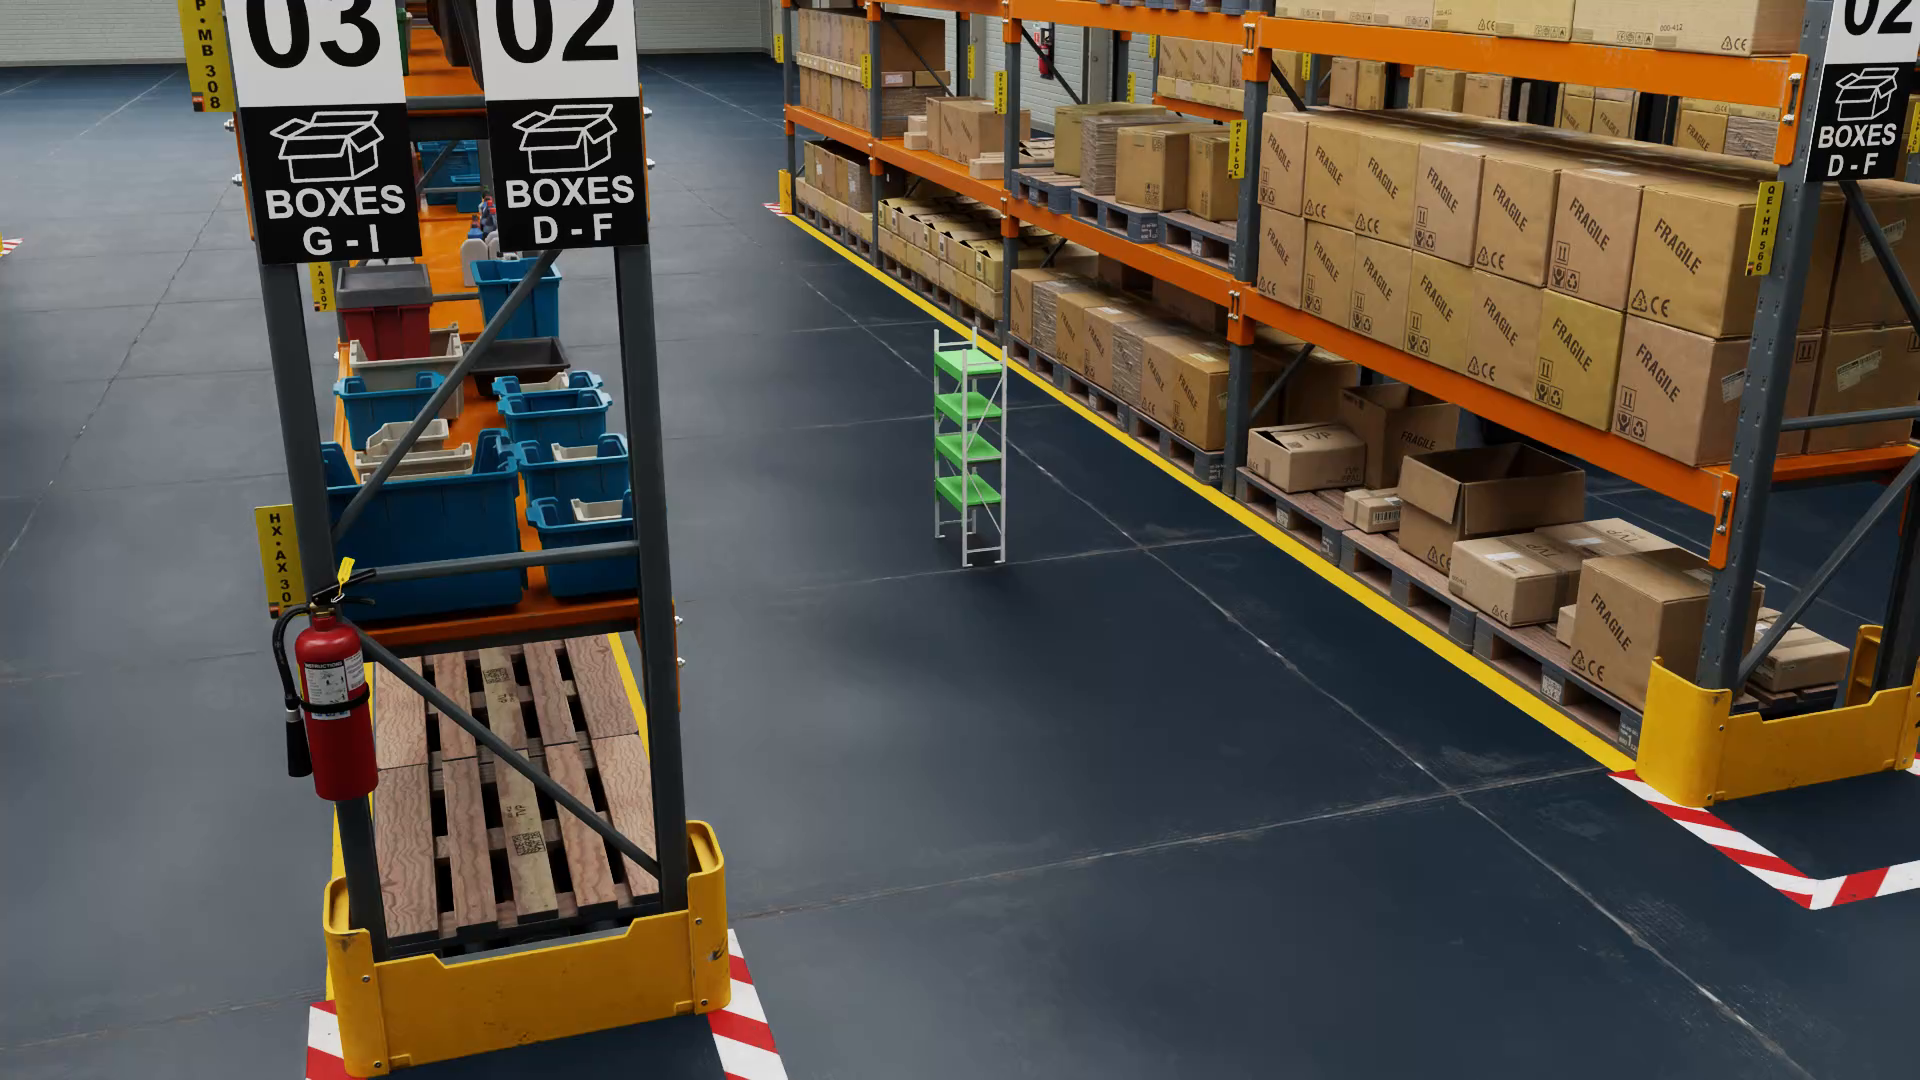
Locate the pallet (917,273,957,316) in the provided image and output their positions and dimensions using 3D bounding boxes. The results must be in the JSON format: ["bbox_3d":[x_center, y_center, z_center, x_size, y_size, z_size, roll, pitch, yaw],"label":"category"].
[{"bbox_3d":[0.243,-2.365,15.688,1.003,0.211,1.213,-6,21,-17],"label":"pallet"}]

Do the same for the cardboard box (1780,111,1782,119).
[{"bbox_3d":[6.262,-3.099,11.881,0.500,0.250,0.500,-6,21,-16],"label":"cardboard box"}]

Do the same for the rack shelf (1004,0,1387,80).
[{"bbox_3d":[1.473,-3.449,11.210,1.077,0.370,4.000,-6,21,-17],"label":"rack shelf"}]

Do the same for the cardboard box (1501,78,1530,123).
[{"bbox_3d":[5.389,-3.950,15.176,0.700,0.500,0.500,-9,22,-24],"label":"cardboard box"}]

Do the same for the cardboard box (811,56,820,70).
[{"bbox_3d":[-1.511,-5.543,19.304,0.380,0.149,0.250,-7,21,-18],"label":"cardboard box"}]

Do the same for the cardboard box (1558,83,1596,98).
[{"bbox_3d":[5.453,-3.913,14.146,0.500,0.250,0.500,-6,21,-16],"label":"cardboard box"}]

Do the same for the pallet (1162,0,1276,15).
[{"bbox_3d":[1.964,-3.274,9.936,1.213,0.211,1.003,-6,21,-17],"label":"pallet"}]

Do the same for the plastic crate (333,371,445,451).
[{"bbox_3d":[-2.233,-0.507,6.550,0.416,0.233,0.300,-6,21,-17],"label":"plastic crate"}]

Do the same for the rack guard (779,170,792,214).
[{"bbox_3d":[-1.677,-4.417,20.973,1.175,0.500,0.348,-6,21,-17],"label":"rack guard"}]

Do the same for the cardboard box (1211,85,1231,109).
[{"bbox_3d":[3.372,-5.370,20.121,0.500,0.250,0.500,-6,21,-17],"label":"cardboard box"}]

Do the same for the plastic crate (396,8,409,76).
[{"bbox_3d":[-1.925,-1.524,5.098,0.450,0.188,0.336,-6,21,-17],"label":"plastic crate"}]

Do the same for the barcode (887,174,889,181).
[{"bbox_3d":[-0.728,-3.658,16.790,0.001,0.075,0.075,-6,21,-17],"label":"barcode"}]

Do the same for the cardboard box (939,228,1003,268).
[{"bbox_3d":[0.121,-2.656,14.990,0.500,0.311,0.500,-7,21,-18],"label":"cardboard box"}]

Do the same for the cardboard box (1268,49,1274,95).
[{"bbox_3d":[3.684,-5.399,19.095,0.500,0.500,0.500,-7,21,-18],"label":"cardboard box"}]

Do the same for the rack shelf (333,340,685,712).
[{"bbox_3d":[-1.973,-0.229,6.681,1.077,0.370,4.000,-6,21,-17],"label":"rack shelf"}]

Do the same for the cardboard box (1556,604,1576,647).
[{"bbox_3d":[2.913,0.388,7.440,0.380,0.166,0.250,-6,21,-17],"label":"cardboard box"}]

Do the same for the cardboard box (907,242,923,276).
[{"bbox_3d":[-0.196,-2.719,15.997,0.500,0.250,0.500,-7,21,-19],"label":"cardboard box"}]

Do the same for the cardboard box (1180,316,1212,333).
[{"bbox_3d":[1.853,-1.277,11.583,0.500,0.500,0.500,-6,21,-17],"label":"cardboard box"}]

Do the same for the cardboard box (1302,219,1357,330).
[{"bbox_3d":[2.167,-1.425,8.799,0.500,0.500,0.500,-6,21,-16],"label":"cardboard box"}]

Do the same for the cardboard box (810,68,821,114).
[{"bbox_3d":[-1.366,-5.313,19.624,0.700,0.500,0.500,-6,21,-16],"label":"cardboard box"}]

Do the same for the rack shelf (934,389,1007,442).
[{"bbox_3d":[0.052,-0.677,9.006,0.258,0.148,0.480,-6,21,-17],"label":"rack shelf"}]

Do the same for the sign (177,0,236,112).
[{"bbox_3d":[-1.862,-1.225,4.106,0.100,0.325,0.005,-6,21,-17],"label":"sign"}]

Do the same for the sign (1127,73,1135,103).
[{"bbox_3d":[1.357,-3.586,13.369,0.100,0.325,0.005,-6,21,-17],"label":"sign"}]

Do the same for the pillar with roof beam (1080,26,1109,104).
[{"bbox_3d":[-1.900,-10.272,24.702,9.100,9.000,0.400,-6,21,-17],"label":"pillar with roof beam"}]

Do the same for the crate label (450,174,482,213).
[{"bbox_3d":[-3.635,-2.589,12.436,0.303,0.233,0.416,-6,21,-17],"label":"crate label"}]

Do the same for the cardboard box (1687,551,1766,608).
[{"bbox_3d":[3.300,0.271,7.641,0.500,0.250,0.500,-6,21,-17],"label":"cardboard box"}]

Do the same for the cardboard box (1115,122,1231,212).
[{"bbox_3d":[1.488,-2.540,11.281,0.700,0.500,0.500,-12,23,-31],"label":"cardboard box"}]

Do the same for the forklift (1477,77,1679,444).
[{"bbox_3d":[4.394,-2.429,11.843,1.130,2.935,3.031,5,20,14],"label":"forklift"}]

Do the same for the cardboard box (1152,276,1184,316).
[{"bbox_3d":[1.709,-1.781,11.875,0.500,0.250,0.500,-7,21,-18],"label":"cardboard box"}]

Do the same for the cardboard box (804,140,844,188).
[{"bbox_3d":[-1.554,-4.486,19.805,0.500,0.500,0.500,-6,21,-17],"label":"cardboard box"}]

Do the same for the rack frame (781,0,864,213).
[{"bbox_3d":[-1.670,-5.585,20.529,1.000,3.000,0.127,-6,21,-17],"label":"rack frame"}]

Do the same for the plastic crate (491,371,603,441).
[{"bbox_3d":[-1.618,-0.508,6.553,0.416,0.233,0.300,-6,21,-17],"label":"plastic crate"}]

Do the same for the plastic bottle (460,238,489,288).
[{"bbox_3d":[-2.821,-1.621,9.676,0.152,0.276,0.135,-6,21,-17],"label":"plastic bottle"}]

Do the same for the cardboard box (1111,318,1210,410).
[{"bbox_3d":[1.370,-1.214,11.405,0.500,0.500,0.500,-6,21,-17],"label":"cardboard box"}]

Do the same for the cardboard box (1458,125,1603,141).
[{"bbox_3d":[2.828,-1.792,8.340,0.500,0.500,0.500,-6,21,-17],"label":"cardboard box"}]

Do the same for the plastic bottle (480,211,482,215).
[{"bbox_3d":[-3.235,-2.202,11.404,0.097,0.201,0.097,0,20,0],"label":"plastic bottle"}]

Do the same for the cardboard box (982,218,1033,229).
[{"bbox_3d":[0.465,-2.881,15.618,0.500,0.311,0.500,-7,21,-18],"label":"cardboard box"}]

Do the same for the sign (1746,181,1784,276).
[{"bbox_3d":[2.826,-1.092,5.839,0.100,0.325,0.005,-6,21,-17],"label":"sign"}]

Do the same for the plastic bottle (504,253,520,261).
[{"bbox_3d":[-2.500,-1.457,9.220,0.152,0.276,0.135,-6,21,-17],"label":"plastic bottle"}]

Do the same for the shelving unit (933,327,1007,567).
[{"bbox_3d":[0.052,-0.512,9.066,0.258,1.200,0.503,-6,21,-17],"label":"shelving unit"}]

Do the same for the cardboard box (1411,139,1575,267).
[{"bbox_3d":[2.470,-1.575,7.737,0.500,0.500,0.500,-6,21,-16],"label":"cardboard box"}]

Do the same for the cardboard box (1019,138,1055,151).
[{"bbox_3d":[0.747,-3.284,14.253,0.500,0.311,0.500,-7,21,-18],"label":"cardboard box"}]

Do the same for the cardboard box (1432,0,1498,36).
[{"bbox_3d":[2.489,-2.412,7.478,0.500,0.250,0.500,-6,21,-17],"label":"cardboard box"}]

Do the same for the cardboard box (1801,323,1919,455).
[{"bbox_3d":[3.470,-0.668,6.692,0.500,0.500,0.500,-6,21,-16],"label":"cardboard box"}]

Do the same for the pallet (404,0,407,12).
[{"bbox_3d":[-3.300,-3.137,9.555,1.003,0.211,1.213,-6,21,-17],"label":"pallet"}]

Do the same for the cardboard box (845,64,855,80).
[{"bbox_3d":[-1.020,-5.045,17.918,0.380,0.149,0.250,-6,21,-17],"label":"cardboard box"}]

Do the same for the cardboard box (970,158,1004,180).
[{"bbox_3d":[0.300,-3.159,14.146,0.380,0.149,0.250,-6,21,-17],"label":"cardboard box"}]

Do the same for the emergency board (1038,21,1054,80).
[{"bbox_3d":[1.446,-8.703,29.208,0.194,1.169,0.643,-6,21,-17],"label":"emergency board"}]

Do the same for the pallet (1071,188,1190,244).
[{"bbox_3d":[1.460,-2.304,11.678,1.003,0.211,1.213,-6,21,-17],"label":"pallet"}]

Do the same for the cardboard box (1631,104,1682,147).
[{"bbox_3d":[5.767,-3.231,13.356,0.500,0.500,0.500,-6,21,-17],"label":"cardboard box"}]

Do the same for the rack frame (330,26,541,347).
[{"bbox_3d":[-2.602,-1.209,8.346,1.000,3.000,0.127,-6,21,-17],"label":"rack frame"}]

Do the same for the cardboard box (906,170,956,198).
[{"bbox_3d":[-0.261,-3.740,17.730,0.500,0.500,0.500,-6,21,-17],"label":"cardboard box"}]

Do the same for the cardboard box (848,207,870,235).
[{"bbox_3d":[-0.914,-3.492,18.149,0.500,0.250,0.500,-6,21,-17],"label":"cardboard box"}]

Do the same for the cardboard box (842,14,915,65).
[{"bbox_3d":[-0.875,-5.424,18.013,0.700,0.500,0.500,-6,21,-17],"label":"cardboard box"}]
